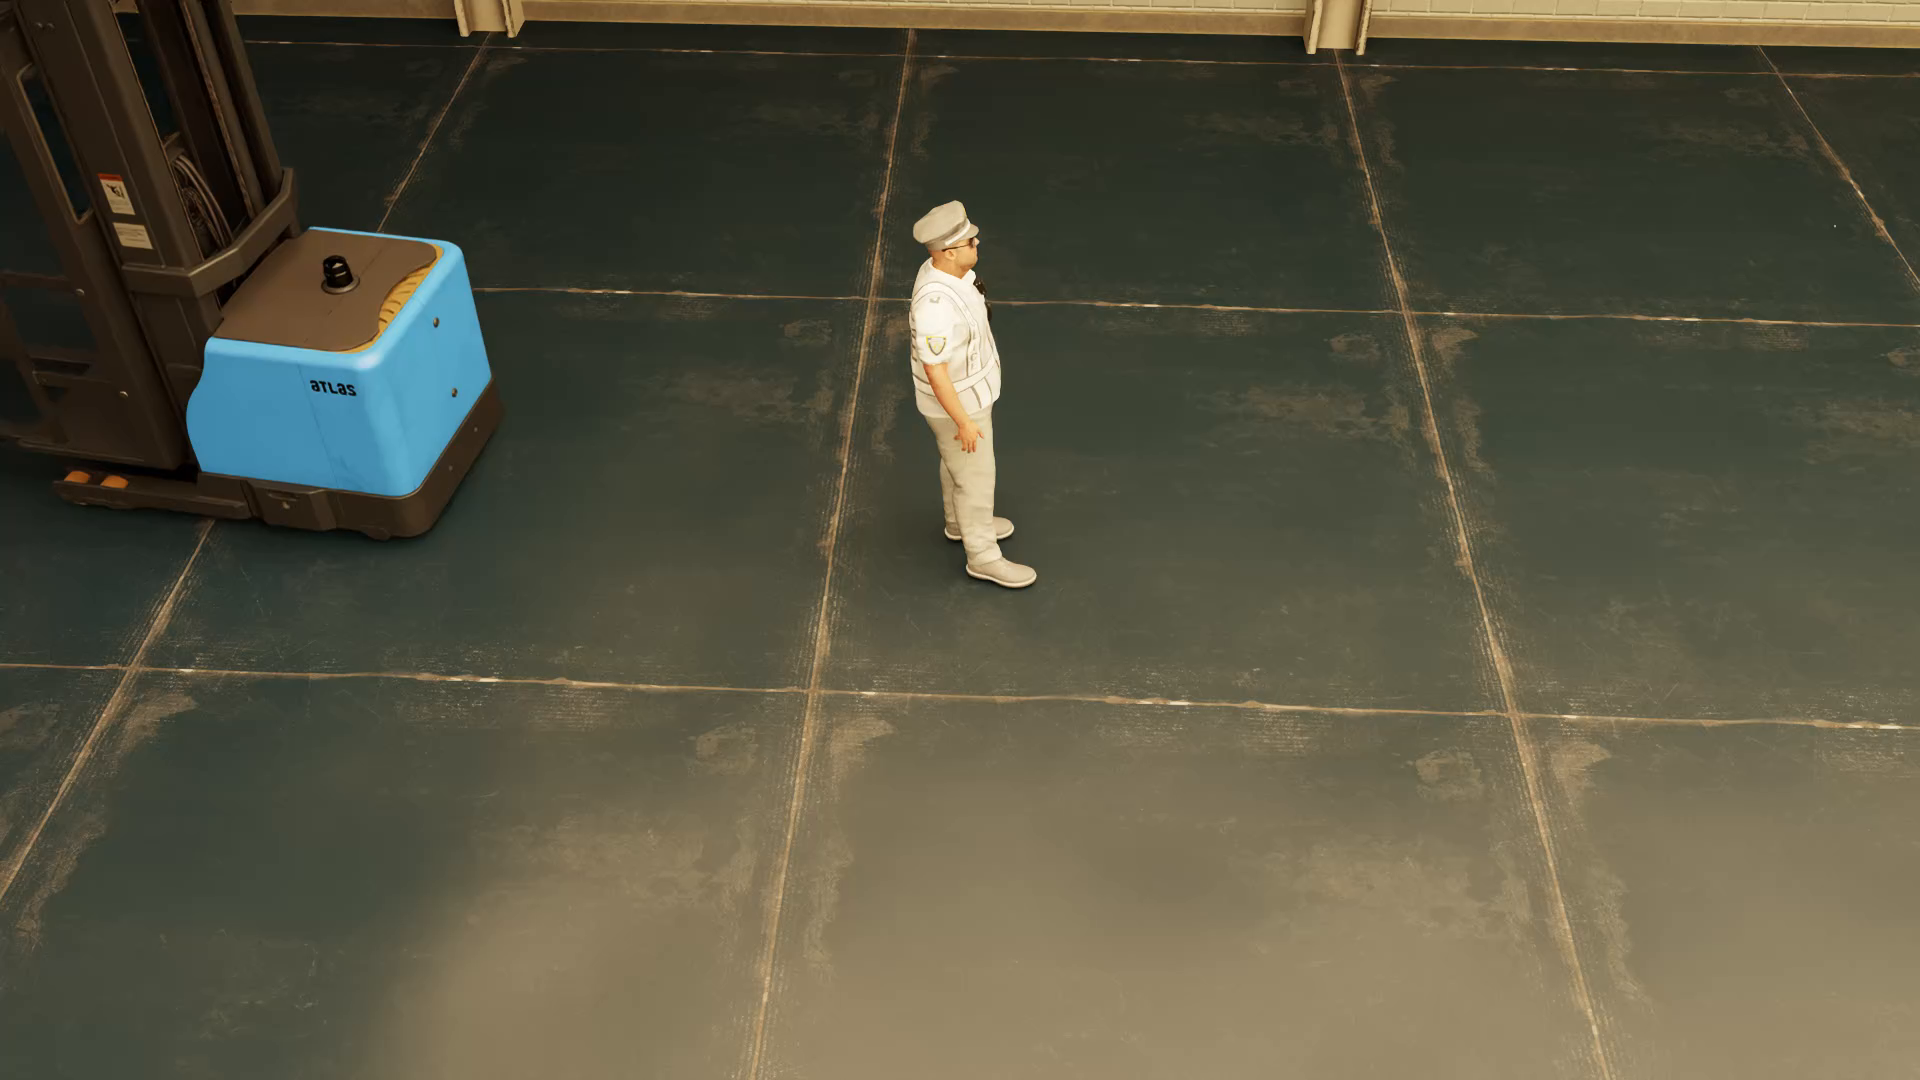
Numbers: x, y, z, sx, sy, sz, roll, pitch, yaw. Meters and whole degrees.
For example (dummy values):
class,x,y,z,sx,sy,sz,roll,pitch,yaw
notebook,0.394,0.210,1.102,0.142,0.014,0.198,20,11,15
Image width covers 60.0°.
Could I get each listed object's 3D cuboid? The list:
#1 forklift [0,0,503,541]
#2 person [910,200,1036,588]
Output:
class,x,y,z,sx,sy,sz,roll,pitch,yaw
forklift,-3.908,-1.572,7.464,3.031,2.935,1.130,7,43,8
person,0.078,-0.651,7.301,0.574,1.772,0.641,2,42,2
